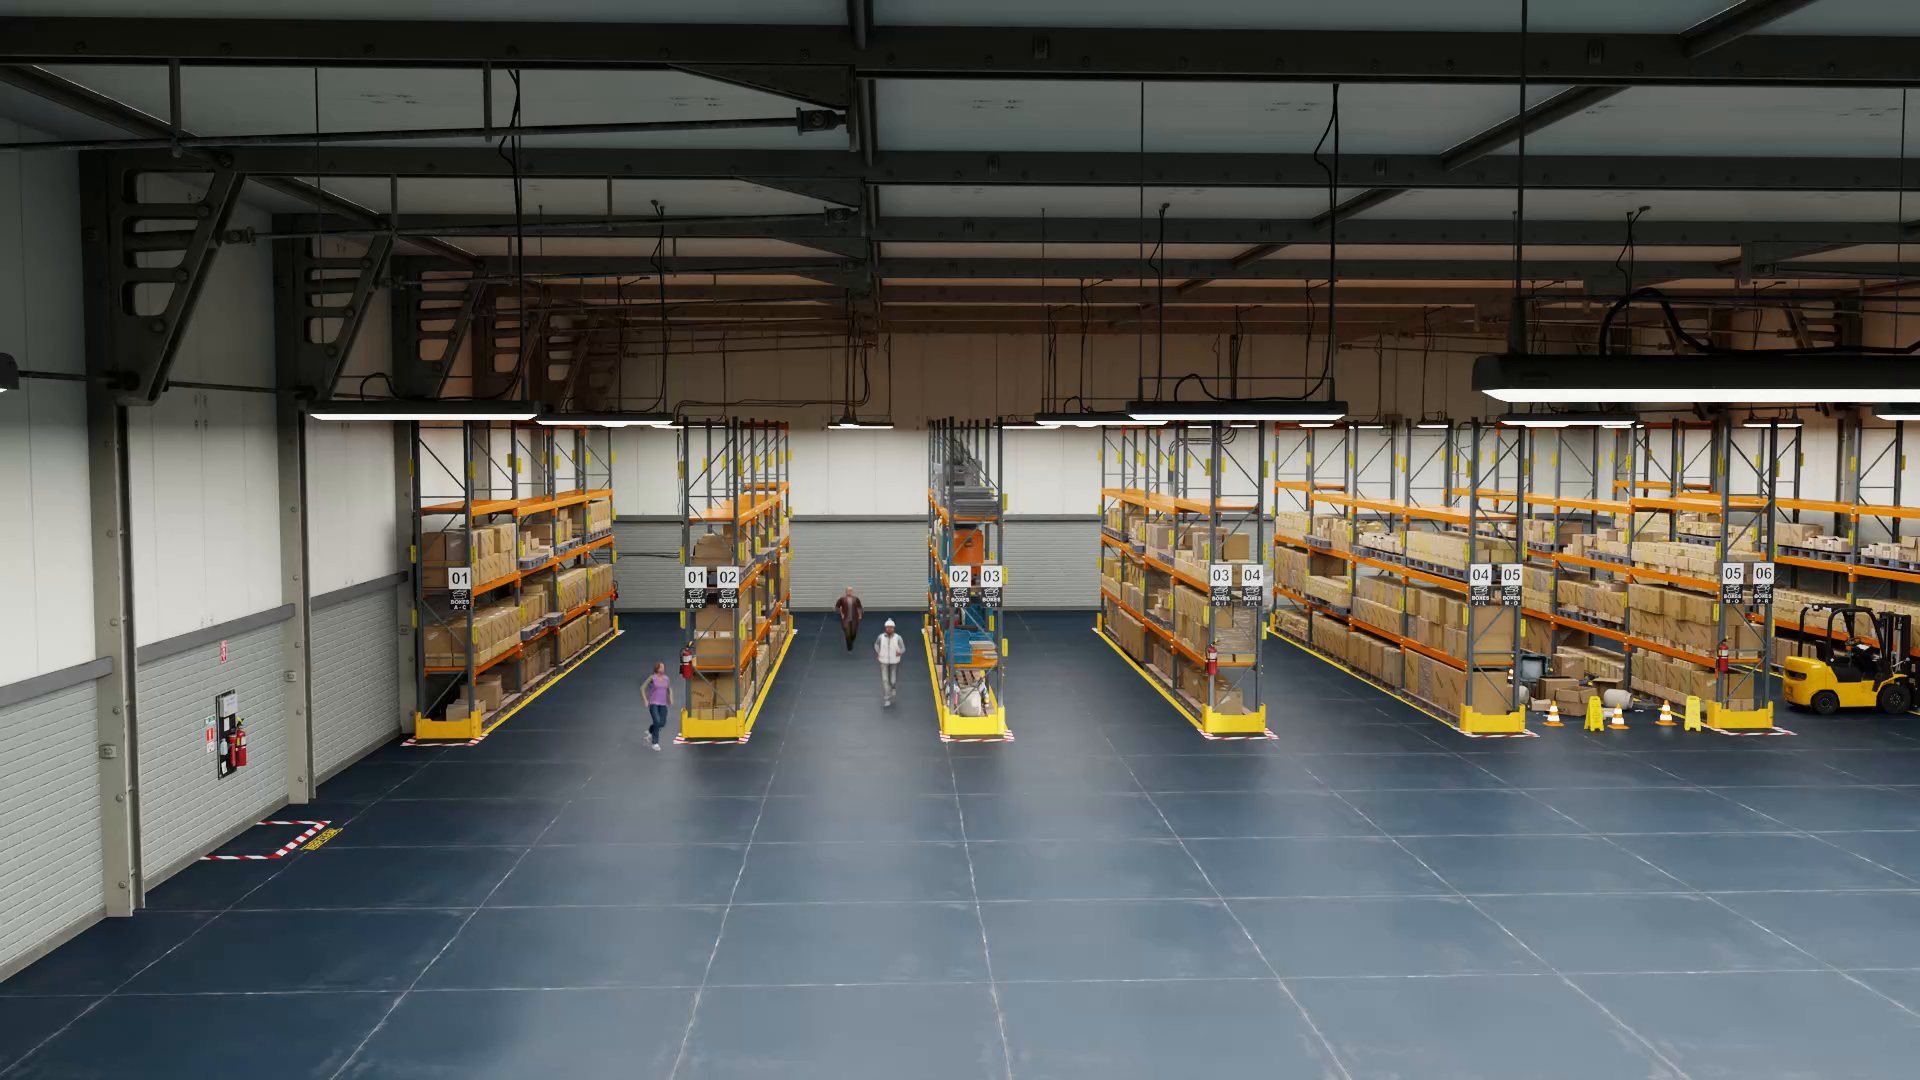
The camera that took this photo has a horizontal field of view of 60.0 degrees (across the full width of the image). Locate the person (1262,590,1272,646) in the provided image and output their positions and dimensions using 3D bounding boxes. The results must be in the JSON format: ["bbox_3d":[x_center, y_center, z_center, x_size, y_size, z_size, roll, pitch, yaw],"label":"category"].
[{"bbox_3d":[7.951,1.947,44.099,0.677,1.753,0.850,0,4,3],"label":"person"}]

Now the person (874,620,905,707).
[{"bbox_3d":[-1.476,2.567,34.909,0.663,1.778,0.928,0,4,0],"label":"person"}]

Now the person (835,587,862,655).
[{"bbox_3d":[-2.864,2.069,42.885,0.712,1.744,0.728,-1,4,-11],"label":"person"}]

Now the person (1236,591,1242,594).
[{"bbox_3d":[7.742,1.821,46.745,0.733,1.726,0.666,1,4,8],"label":"person"}]

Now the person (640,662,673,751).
[{"bbox_3d":[-5.480,2.996,30.125,0.594,1.564,0.581,-3,4,-34],"label":"person"}]
